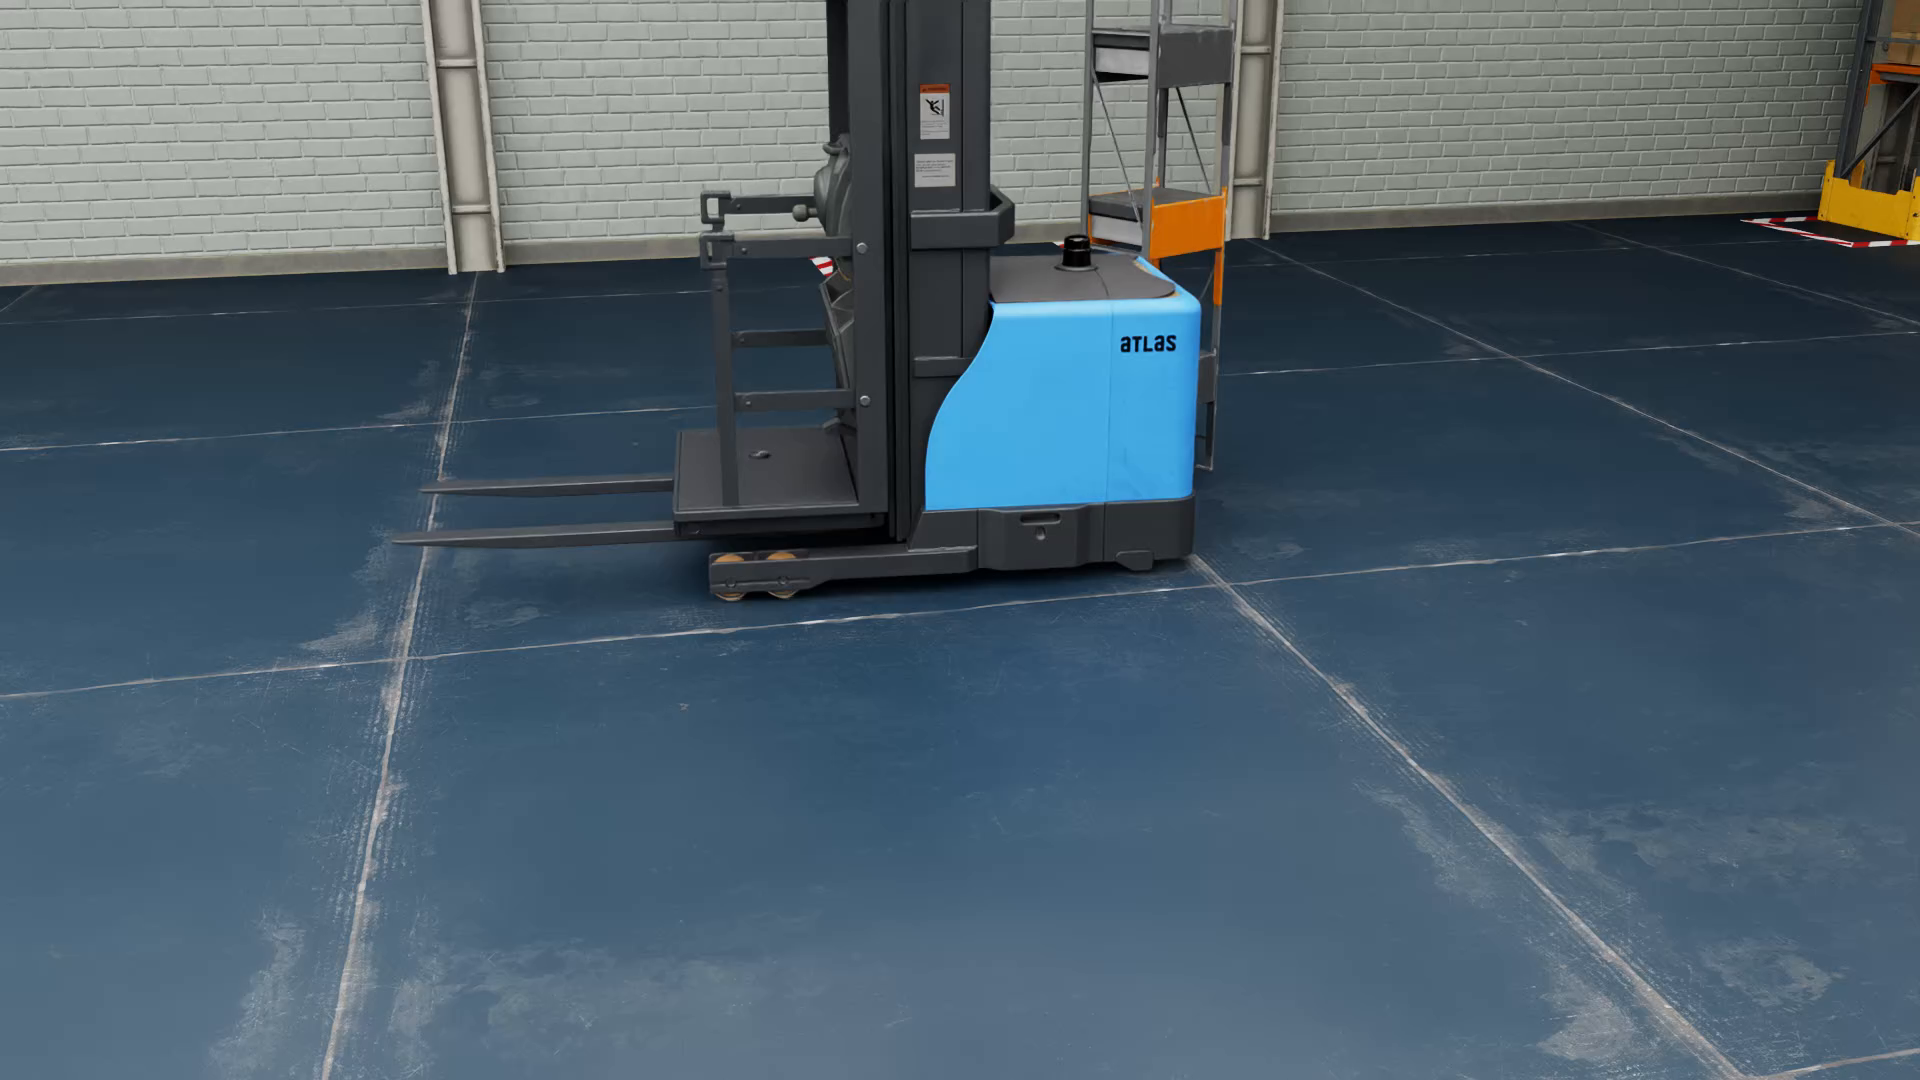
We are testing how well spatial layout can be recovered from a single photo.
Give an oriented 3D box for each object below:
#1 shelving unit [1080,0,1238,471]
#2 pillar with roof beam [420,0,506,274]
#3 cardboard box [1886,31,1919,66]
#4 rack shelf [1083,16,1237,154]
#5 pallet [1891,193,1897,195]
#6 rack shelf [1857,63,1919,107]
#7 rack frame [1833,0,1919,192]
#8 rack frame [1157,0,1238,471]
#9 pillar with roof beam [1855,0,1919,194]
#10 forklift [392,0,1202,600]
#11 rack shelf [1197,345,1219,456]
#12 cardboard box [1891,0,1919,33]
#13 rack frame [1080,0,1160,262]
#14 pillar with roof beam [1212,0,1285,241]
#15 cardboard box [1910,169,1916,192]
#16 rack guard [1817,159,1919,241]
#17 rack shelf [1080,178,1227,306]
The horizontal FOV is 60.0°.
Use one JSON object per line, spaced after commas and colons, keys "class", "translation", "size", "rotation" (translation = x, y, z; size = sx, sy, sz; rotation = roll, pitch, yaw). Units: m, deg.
{"class": "shelving unit", "translation": [0.847, -1.300, 7.311], "size": [0.503, 2.100, 0.431], "rotation": [-17, 26, -38]}
{"class": "pillar with roof beam", "translation": [-2.567, -4.782, 6.787], "size": [0.400, 9.000, 9.100], "rotation": [-5, 21, -12]}
{"class": "cardboard box", "translation": [8.049, -4.052, 13.704], "size": [0.500, 0.250, 0.500], "rotation": [-4, 21, -12]}
{"class": "rack shelf", "translation": [0.847, -1.944, 7.075], "size": [0.480, 0.518, 0.431], "rotation": [-17, 26, -38]}
{"class": "pallet", "translation": [8.511, -2.760, 14.043], "size": [1.213, 0.211, 1.003], "rotation": [-5, 21, -12]}
{"class": "rack shelf", "translation": [9.585, -3.832, 13.959], "size": [4.000, 0.370, 1.077], "rotation": [-5, 21, -12]}
{"class": "rack frame", "translation": [7.638, -4.011, 13.403], "size": [0.127, 3.000, 1.000], "rotation": [-5, 21, -12]}
{"class": "rack frame", "translation": [1.030, -1.355, 7.462], "size": [0.015, 2.100, 0.400], "rotation": [-17, 26, -38]}
{"class": "pillar with roof beam", "translation": [9.111, -5.732, 9.379], "size": [0.400, 9.000, 9.100], "rotation": [-5, 21, -12]}
{"class": "forklift", "translation": [-0.649, -1.346, 6.227], "size": [3.031, 2.935, 1.130], "rotation": [-3, 20, -8]}
{"class": "rack shelf", "translation": [0.847, -0.630, 7.556], "size": [0.480, 0.518, 0.431], "rotation": [-17, 26, -38]}
{"class": "cardboard box", "translation": [8.048, -4.411, 13.593], "size": [0.500, 0.500, 0.500], "rotation": [-5, 21, -13]}
{"class": "rack frame", "translation": [0.664, -1.244, 7.159], "size": [0.015, 2.100, 0.400], "rotation": [-17, 26, -38]}
{"class": "pillar with roof beam", "translation": [3.272, -5.257, 8.083], "size": [0.400, 9.000, 9.100], "rotation": [-5, 21, -12]}
{"class": "cardboard box", "translation": [8.332, -2.980, 13.857], "size": [0.500, 0.311, 0.500], "rotation": [-7, 21, -19]}
{"class": "rack guard", "translation": [7.712, -2.843, 13.850], "size": [0.348, 0.500, 1.175], "rotation": [-5, 21, -12]}
{"class": "rack shelf", "translation": [0.847, -1.287, 7.315], "size": [0.480, 0.518, 0.431], "rotation": [-17, 26, -38]}
